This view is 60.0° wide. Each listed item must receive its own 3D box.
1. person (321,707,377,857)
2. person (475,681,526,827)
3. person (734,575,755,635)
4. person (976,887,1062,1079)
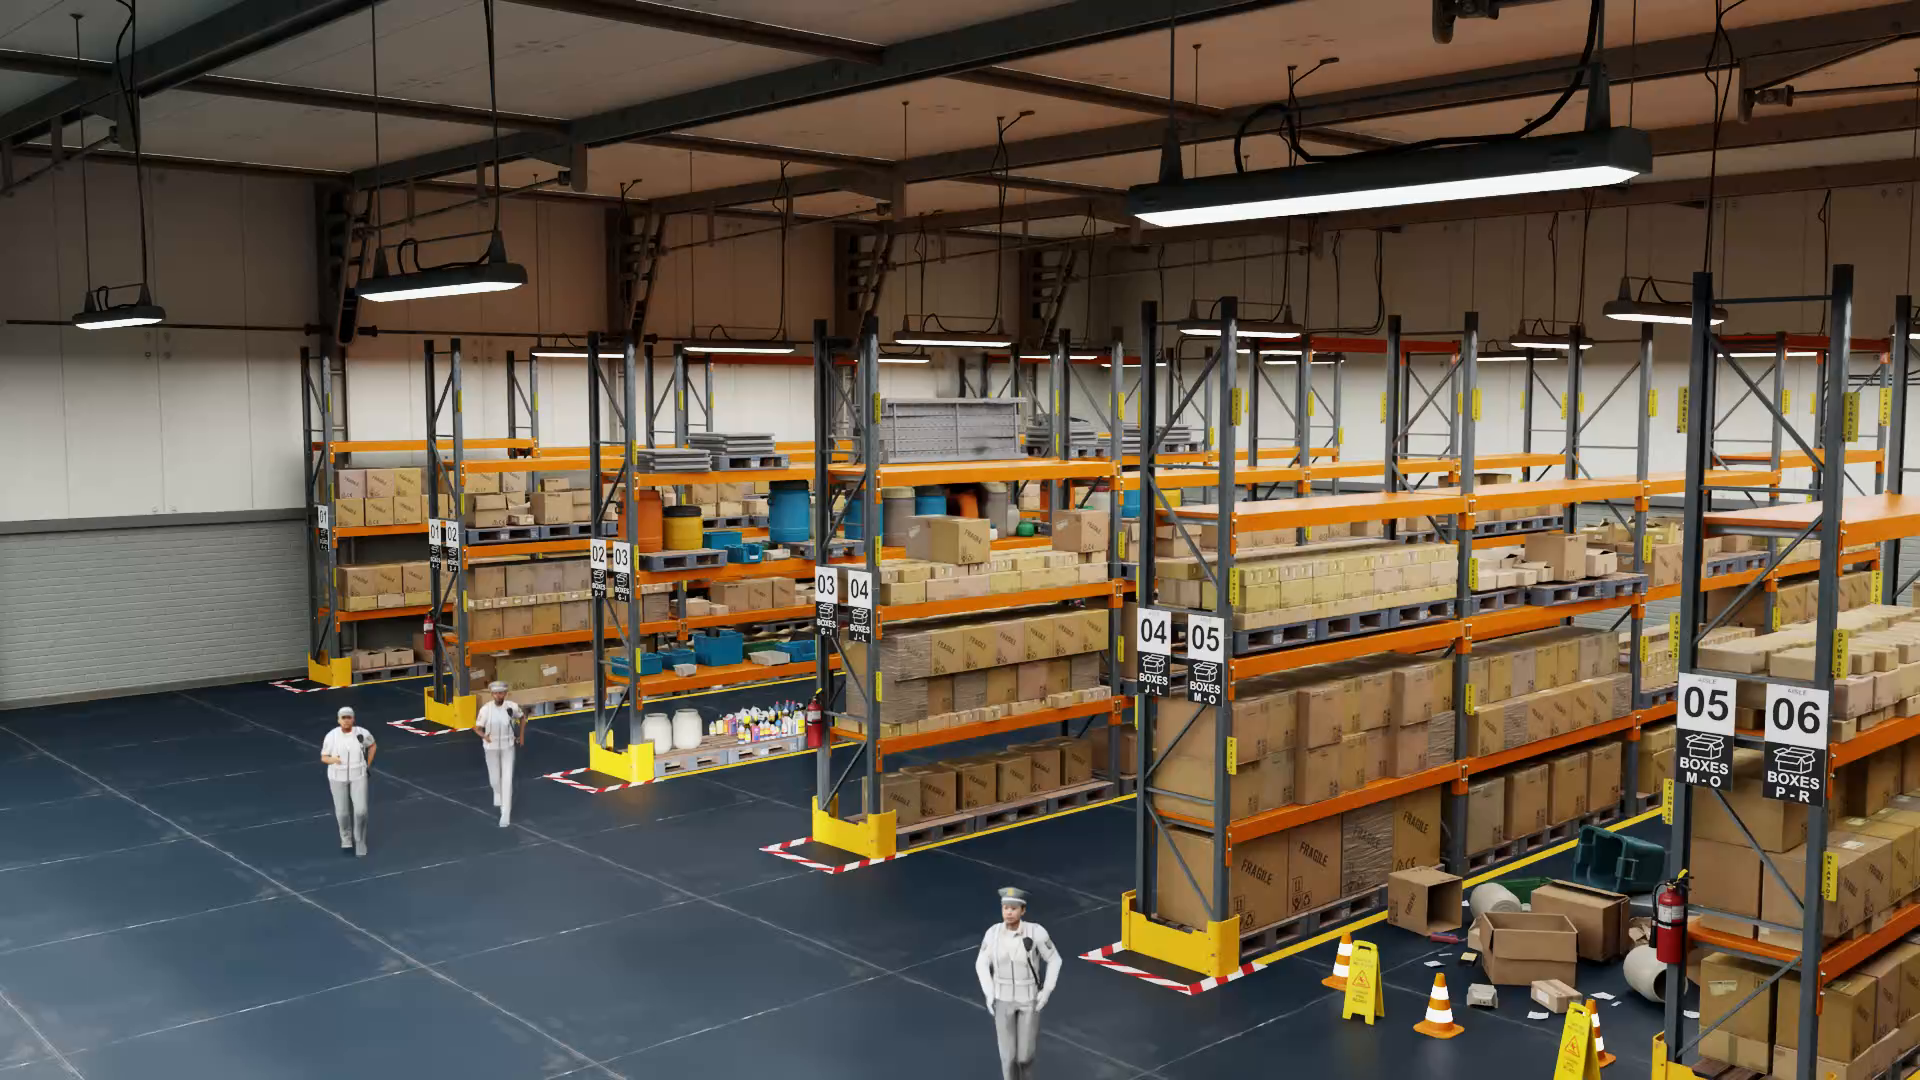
[{"bbox_3d":[-6.844,2.713,18.619,0.563,1.701,0.660,-2,5,-18],"label":"person"},{"bbox_3d":[-5.581,2.546,20.215,0.594,1.722,0.904,-1,5,-13],"label":"person"},{"bbox_3d":[-4.115,1.491,31.883,0.630,1.743,0.716,-4,7,-40],"label":"person"},{"bbox_3d":[0.411,3.302,11.962,0.619,1.655,0.508,1,5,11],"label":"person"}]
